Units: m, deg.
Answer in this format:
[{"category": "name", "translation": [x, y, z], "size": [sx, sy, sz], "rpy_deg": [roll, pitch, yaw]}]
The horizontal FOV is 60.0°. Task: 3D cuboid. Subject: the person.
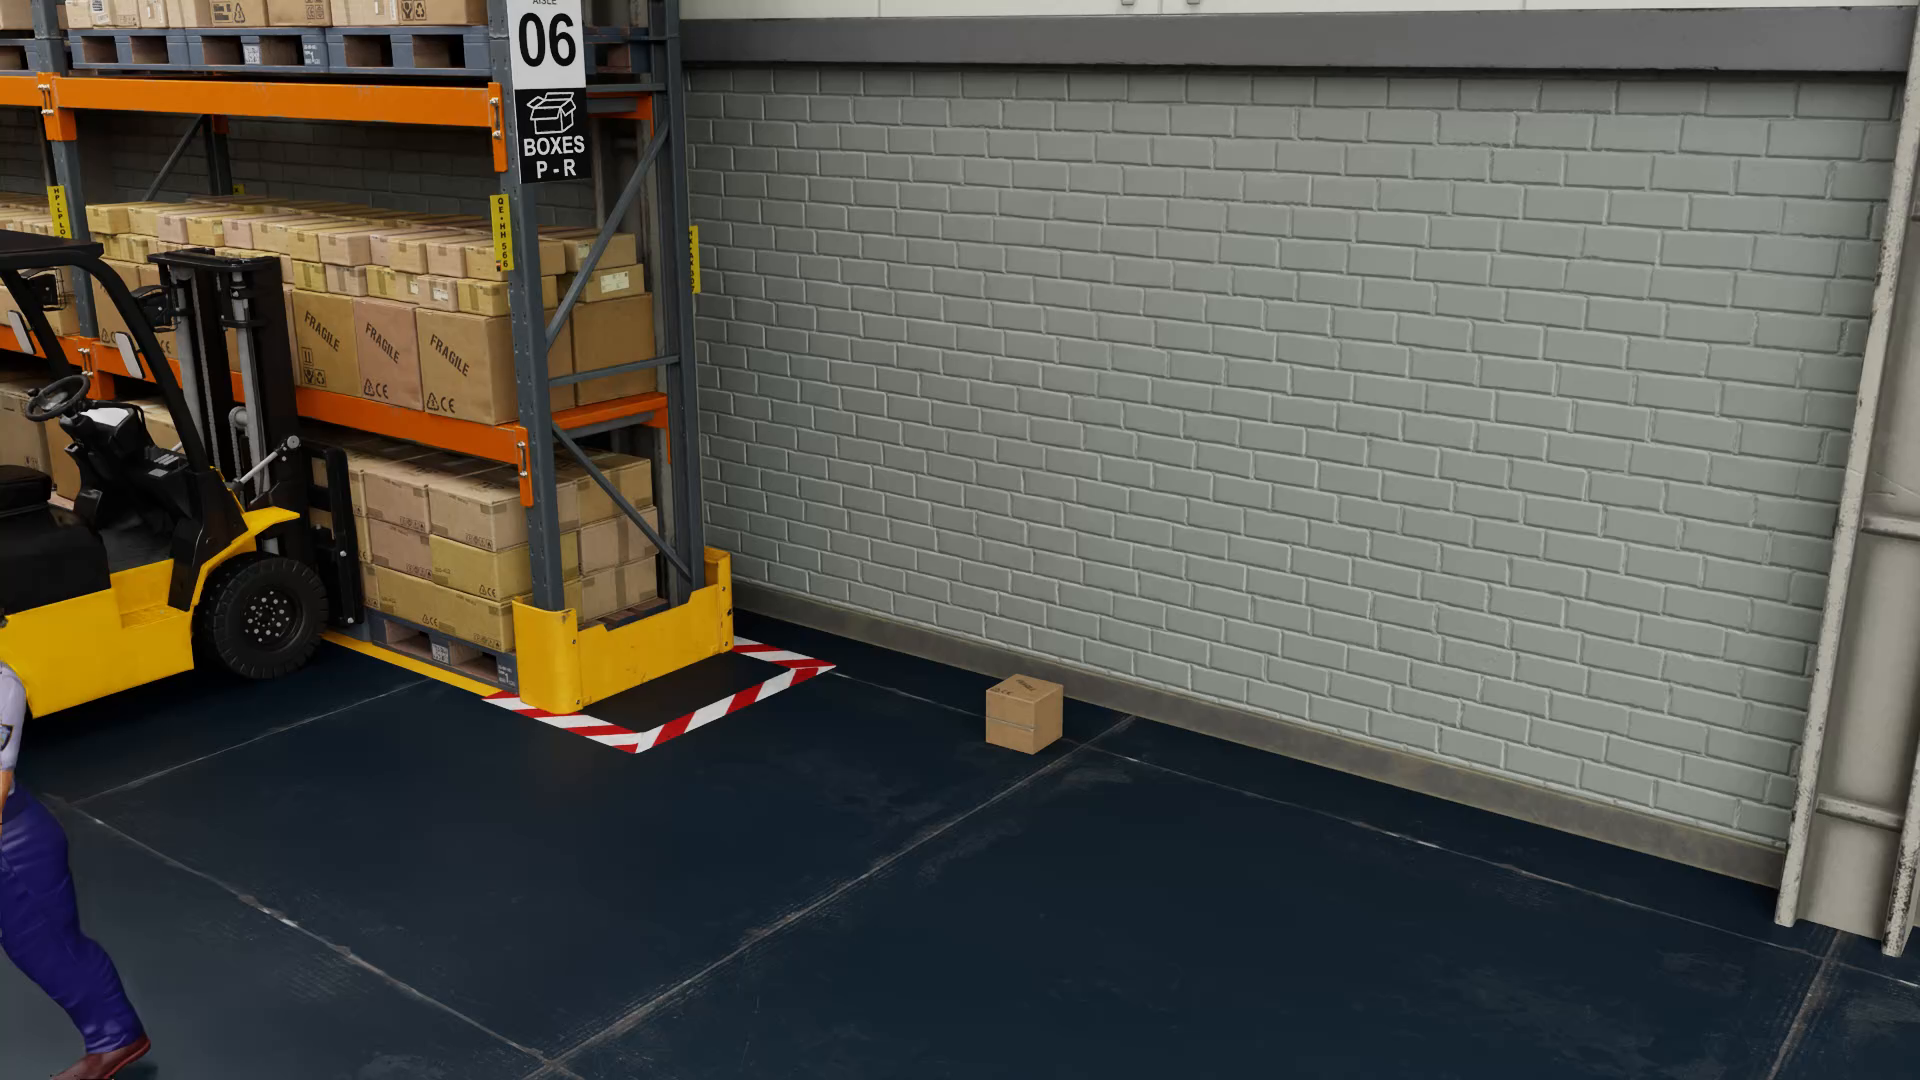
[{"category": "person", "translation": [-2.783, 0.890, 4.571], "size": [0.490, 1.626, 0.864], "rpy_deg": [13, 21, 36]}]
